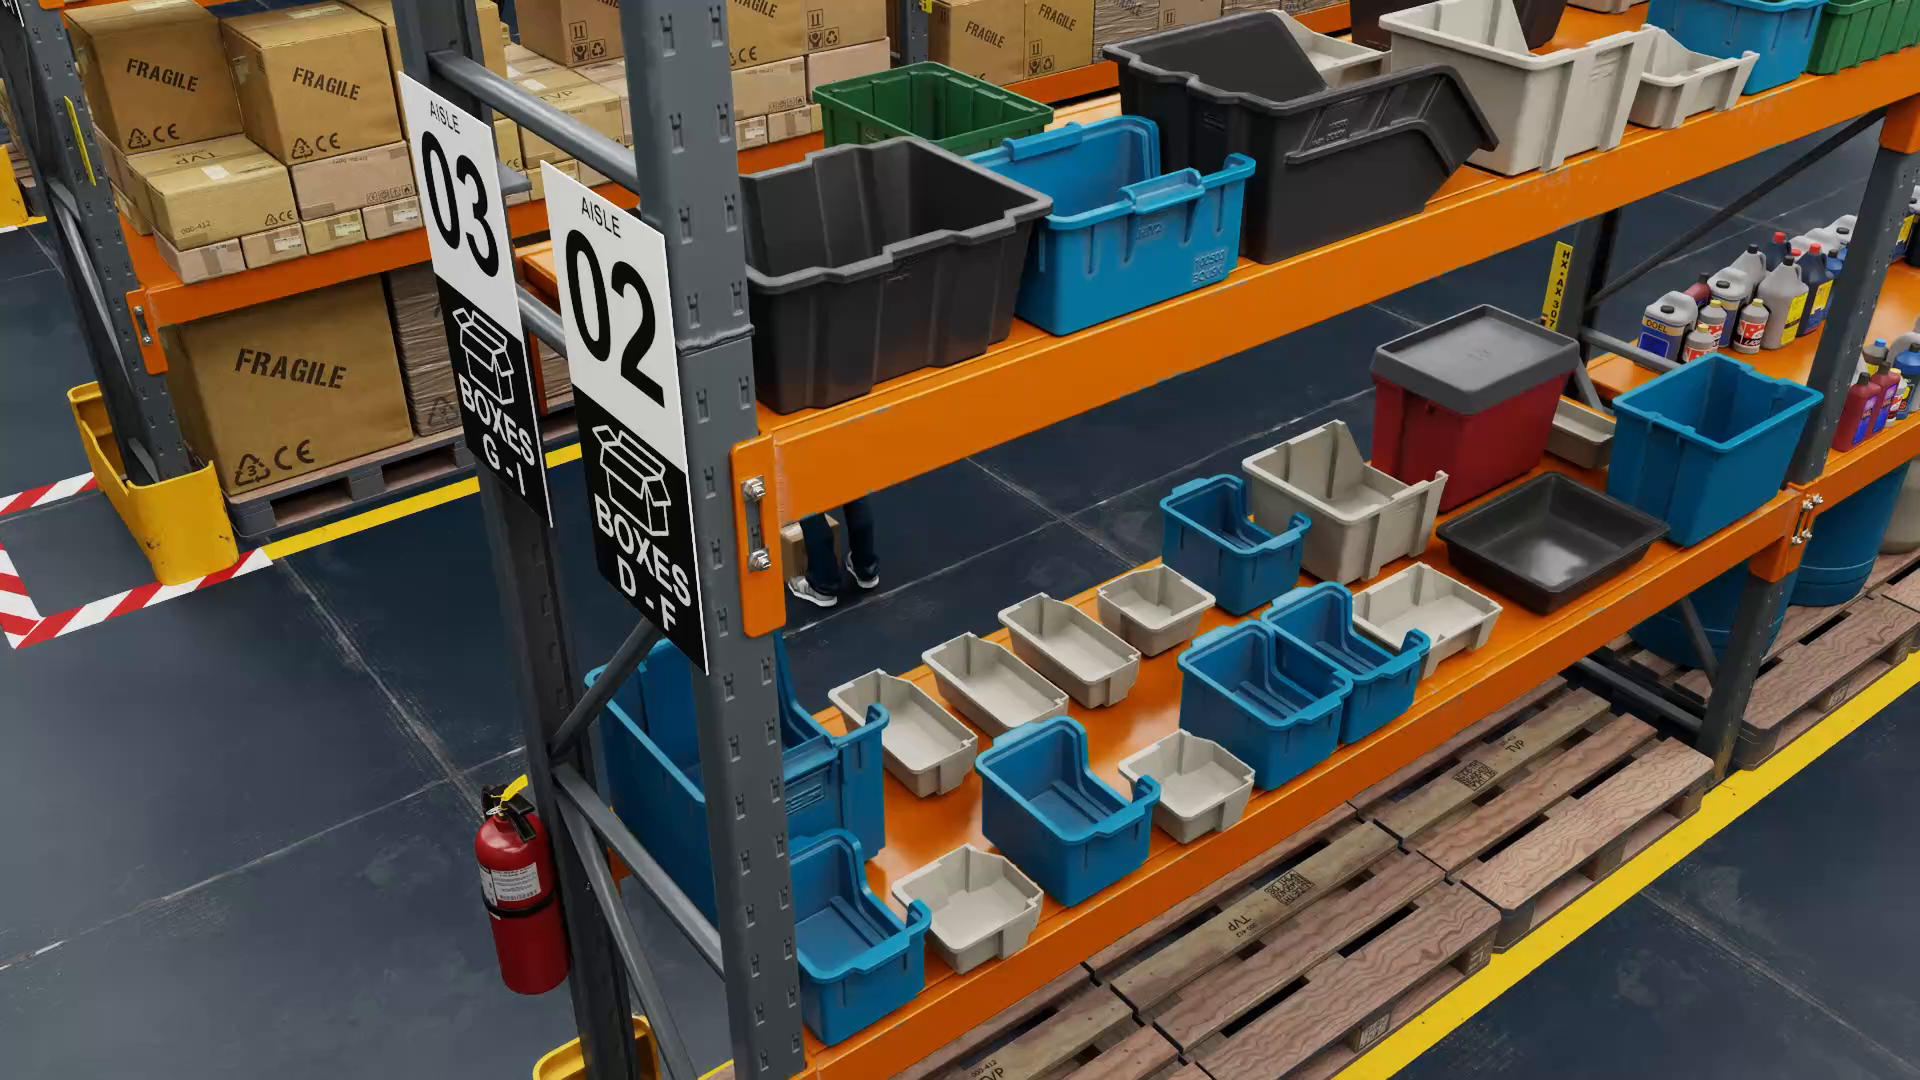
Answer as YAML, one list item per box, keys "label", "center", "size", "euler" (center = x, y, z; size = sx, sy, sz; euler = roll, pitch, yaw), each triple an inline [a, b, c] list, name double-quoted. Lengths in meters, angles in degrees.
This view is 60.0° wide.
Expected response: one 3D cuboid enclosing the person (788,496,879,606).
- label: "person"
  center: [-0.548, -0.442, 6.840]
  size: [0.482, 1.591, 0.347]
  euler: [-25, 40, -34]
